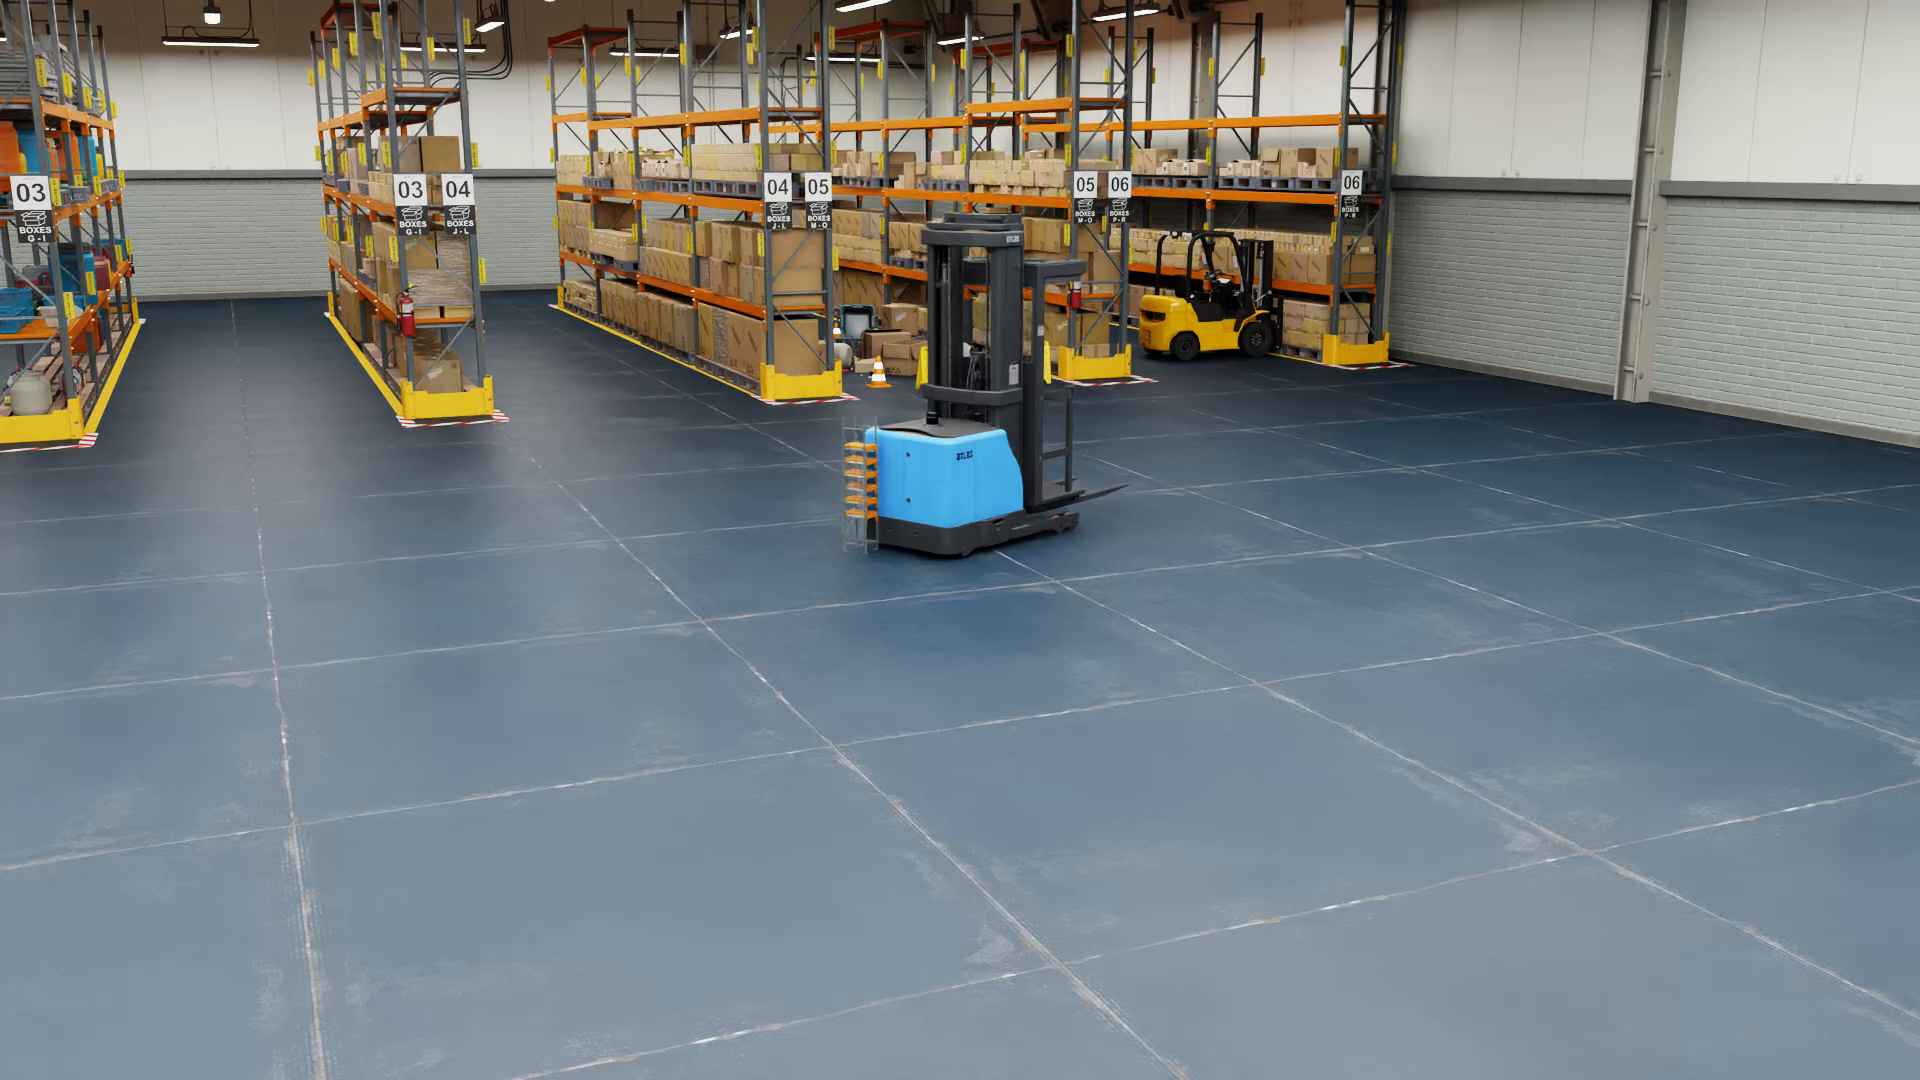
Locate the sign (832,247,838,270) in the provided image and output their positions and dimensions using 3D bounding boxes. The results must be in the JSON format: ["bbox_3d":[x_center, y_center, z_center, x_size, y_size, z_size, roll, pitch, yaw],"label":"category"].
[{"bbox_3d":[-1.814,-4.079,24.128,0.100,0.325,0.005,-6,14,-23],"label":"sign"}]

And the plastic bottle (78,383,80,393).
[{"bbox_3d":[-12.189,-2.104,22.918,0.097,0.201,0.097,0,13,0],"label":"plastic bottle"}]

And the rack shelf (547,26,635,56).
[{"bbox_3d":[-7.933,-10.654,35.550,1.077,0.370,4.000,-6,14,-23],"label":"rack shelf"}]

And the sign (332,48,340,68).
[{"bbox_3d":[-10.622,-8.200,28.299,0.100,0.325,0.005,-6,14,-23],"label":"sign"}]

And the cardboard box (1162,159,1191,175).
[{"bbox_3d":[4.294,-7.271,32.405,0.500,0.311,0.500,-6,14,-25],"label":"cardboard box"}]

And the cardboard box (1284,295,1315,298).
[{"bbox_3d":[6.105,-4.269,29.993,0.500,0.250,0.500,-6,14,-24],"label":"cardboard box"}]

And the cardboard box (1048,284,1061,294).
[{"bbox_3d":[1.621,-4.016,26.506,0.380,0.149,0.250,-6,14,-24],"label":"cardboard box"}]

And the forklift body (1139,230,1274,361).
[{"bbox_3d":[4.285,-4.301,29.062,2.313,2.155,1.214,-6,14,-23],"label":"forklift body"}]

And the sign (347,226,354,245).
[{"bbox_3d":[-10.622,-5.309,28.969,0.100,0.325,0.005,-6,14,-23],"label":"sign"}]

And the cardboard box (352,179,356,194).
[{"bbox_3d":[-9.955,-5.958,28.020,0.500,0.250,0.500,-5,14,-22],"label":"cardboard box"}]

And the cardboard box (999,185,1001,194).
[{"bbox_3d":[0.883,-5.905,28.016,0.380,0.149,0.250,-6,14,-25],"label":"cardboard box"}]

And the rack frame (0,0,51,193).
[{"bbox_3d":[-11.448,-5.618,19.568,1.000,3.000,0.127,-6,14,-23],"label":"rack frame"}]

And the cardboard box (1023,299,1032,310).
[{"bbox_3d":[1.200,-3.903,27.526,0.380,0.149,0.250,-5,14,-21],"label":"cardboard box"}]

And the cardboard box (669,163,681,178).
[{"bbox_3d":[-4.624,-6.273,28.230,0.500,0.250,0.500,-6,14,-23],"label":"cardboard box"}]

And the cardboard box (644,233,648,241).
[{"bbox_3d":[-5.957,-5.925,32.503,0.380,0.149,0.250,-5,14,-20],"label":"cardboard box"}]

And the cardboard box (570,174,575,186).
[{"bbox_3d":[-8.167,-7.826,36.092,0.500,0.250,0.500,-6,14,-23],"label":"cardboard box"}]

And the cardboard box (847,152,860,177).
[{"bbox_3d":[-2.006,-7.743,34.249,0.500,0.500,0.500,-5,14,-22],"label":"cardboard box"}]

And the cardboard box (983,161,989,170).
[{"bbox_3d":[0.623,-6.391,28.347,0.380,0.149,0.250,-6,14,-25],"label":"cardboard box"}]

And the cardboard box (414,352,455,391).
[{"bbox_3d":[-7.416,-2.381,23.496,0.500,0.500,0.500,-2,13,-8],"label":"cardboard box"}]

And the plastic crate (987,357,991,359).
[{"bbox_3d":[0.445,-3.044,28.223,0.402,0.080,0.583,-12,18,-42],"label":"plastic crate"}]

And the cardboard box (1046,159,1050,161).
[{"bbox_3d":[2.146,-8.399,36.979,0.380,0.149,0.250,-5,14,-22],"label":"cardboard box"}]

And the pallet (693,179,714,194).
[{"bbox_3d":[-3.609,-5.645,26.531,1.003,0.211,1.213,-6,14,-23],"label":"pallet"}]

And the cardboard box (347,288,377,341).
[{"bbox_3d":[-10.372,-4.110,30.135,1.225,0.875,0.875,-6,14,-26],"label":"cardboard box"}]

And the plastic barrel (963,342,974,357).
[{"bbox_3d":[-0.045,-3.073,27.588,0.512,0.421,0.421,4,14,16],"label":"plastic barrel"}]

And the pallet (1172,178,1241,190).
[{"bbox_3d":[4.749,-6.863,32.022,0.805,0.209,1.217,-6,14,-25],"label":"pallet"}]

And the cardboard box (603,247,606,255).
[{"bbox_3d":[-6.868,-5.739,33.021,0.380,0.149,0.250,-6,14,-24],"label":"cardboard box"}]

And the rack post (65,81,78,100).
[{"bbox_3d":[-14.981,-7.380,27.349,0.954,0.300,0.937,-6,14,-23],"label":"rack post"}]

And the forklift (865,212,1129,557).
[{"bbox_3d":[0.469,-1.557,15.479,1.130,2.935,3.031,11,17,39],"label":"forklift"}]

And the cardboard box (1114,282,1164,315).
[{"bbox_3d":[3.749,-5.058,34.785,0.875,0.625,0.625,-5,14,-21],"label":"cardboard box"}]

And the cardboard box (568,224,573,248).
[{"bbox_3d":[-8.385,-6.741,36.842,0.500,0.500,0.500,-5,14,-22],"label":"cardboard box"}]

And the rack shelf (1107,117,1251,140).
[{"bbox_3d":[4.313,-8.104,32.791,1.077,0.370,4.000,-6,14,-23],"label":"rack shelf"}]

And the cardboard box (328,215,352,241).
[{"bbox_3d":[-12.961,-6.552,34.919,0.500,0.500,0.500,-6,14,-24],"label":"cardboard box"}]

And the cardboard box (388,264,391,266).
[{"bbox_3d":[-7.576,-3.652,23.497,0.875,0.500,0.500,-6,14,-23],"label":"cardboard box"}]

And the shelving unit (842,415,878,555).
[{"bbox_3d":[-0.881,-0.488,14.696,0.258,1.200,0.189,8,15,30],"label":"shelving unit"}]

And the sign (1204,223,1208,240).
[{"bbox_3d":[4.621,-5.788,31.214,0.100,0.325,0.005,-6,14,-23],"label":"sign"}]

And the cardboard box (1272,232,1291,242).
[{"bbox_3d":[5.760,-5.368,29.472,0.380,0.149,0.250,-5,14,-22],"label":"cardboard box"}]

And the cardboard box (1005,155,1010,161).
[{"bbox_3d":[1.276,-8.930,39.092,0.500,0.250,0.500,-6,14,-24],"label":"cardboard box"}]

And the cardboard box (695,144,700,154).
[{"bbox_3d":[-3.990,-6.219,26.450,0.380,0.149,0.250,-6,14,-23],"label":"cardboard box"}]

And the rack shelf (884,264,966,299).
[{"bbox_3d":[-0.233,-4.927,31.482,1.077,0.370,4.000,-6,14,-23],"label":"rack shelf"}]

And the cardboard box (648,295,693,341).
[{"bbox_3d":[-5.015,-4.017,30.013,1.050,0.750,0.750,-5,14,-22],"label":"cardboard box"}]

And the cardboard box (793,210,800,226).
[{"bbox_3d":[-3.487,-7.336,37.853,0.500,0.500,0.500,-5,14,-22],"label":"cardboard box"}]

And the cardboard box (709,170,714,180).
[{"bbox_3d":[-3.684,-5.673,25.860,0.380,0.149,0.250,-6,14,-24],"label":"cardboard box"}]

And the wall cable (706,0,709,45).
[{"bbox_3d":[-7.735,-14.536,43.463,2.355,3.000,0.029,-6,14,-23],"label":"wall cable"}]

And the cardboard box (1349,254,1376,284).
[{"bbox_3d":[6.773,-4.663,28.525,0.500,0.500,0.500,-5,14,-21],"label":"cardboard box"}]

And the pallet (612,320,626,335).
[{"bbox_3d":[-6.326,-4.278,33.264,1.003,0.211,1.213,-6,14,-23],"label":"pallet"}]

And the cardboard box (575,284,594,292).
[{"bbox_3d":[-8.290,-5.572,36.745,0.380,0.149,0.250,-5,14,-22],"label":"cardboard box"}]

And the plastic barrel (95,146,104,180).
[{"bbox_3d":[-15.704,-6.762,29.814,0.600,0.588,0.600,0,13,0],"label":"plastic barrel"}]

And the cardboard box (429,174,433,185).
[{"bbox_3d":[-7.038,-4.907,22.594,0.380,0.149,0.250,-6,14,-24],"label":"cardboard box"}]

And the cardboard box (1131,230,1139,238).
[{"bbox_3d":[3.721,-6.254,33.957,0.380,0.149,0.250,-5,14,-22],"label":"cardboard box"}]

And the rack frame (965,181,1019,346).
[{"bbox_3d":[0.568,-4.864,29.615,1.000,3.000,0.127,-6,14,-23],"label":"rack frame"}]

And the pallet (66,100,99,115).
[{"bbox_3d":[-14.914,-7.136,27.432,1.213,0.211,1.003,-6,14,-23],"label":"pallet"}]

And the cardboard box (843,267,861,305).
[{"bbox_3d":[-1.946,-5.380,35.623,0.875,0.875,0.875,-5,14,-21],"label":"cardboard box"}]

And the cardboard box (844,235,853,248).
[{"bbox_3d":[-2.102,-6.255,34.849,0.500,0.250,0.500,-6,14,-25],"label":"cardboard box"}]

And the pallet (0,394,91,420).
[{"bbox_3d":[-12.327,-1.768,22.423,1.003,0.211,1.213,-6,14,-23],"label":"pallet"}]

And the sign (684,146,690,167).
[{"bbox_3d":[-4.421,-6.212,26.941,0.100,0.325,0.005,-6,14,-23],"label":"sign"}]
